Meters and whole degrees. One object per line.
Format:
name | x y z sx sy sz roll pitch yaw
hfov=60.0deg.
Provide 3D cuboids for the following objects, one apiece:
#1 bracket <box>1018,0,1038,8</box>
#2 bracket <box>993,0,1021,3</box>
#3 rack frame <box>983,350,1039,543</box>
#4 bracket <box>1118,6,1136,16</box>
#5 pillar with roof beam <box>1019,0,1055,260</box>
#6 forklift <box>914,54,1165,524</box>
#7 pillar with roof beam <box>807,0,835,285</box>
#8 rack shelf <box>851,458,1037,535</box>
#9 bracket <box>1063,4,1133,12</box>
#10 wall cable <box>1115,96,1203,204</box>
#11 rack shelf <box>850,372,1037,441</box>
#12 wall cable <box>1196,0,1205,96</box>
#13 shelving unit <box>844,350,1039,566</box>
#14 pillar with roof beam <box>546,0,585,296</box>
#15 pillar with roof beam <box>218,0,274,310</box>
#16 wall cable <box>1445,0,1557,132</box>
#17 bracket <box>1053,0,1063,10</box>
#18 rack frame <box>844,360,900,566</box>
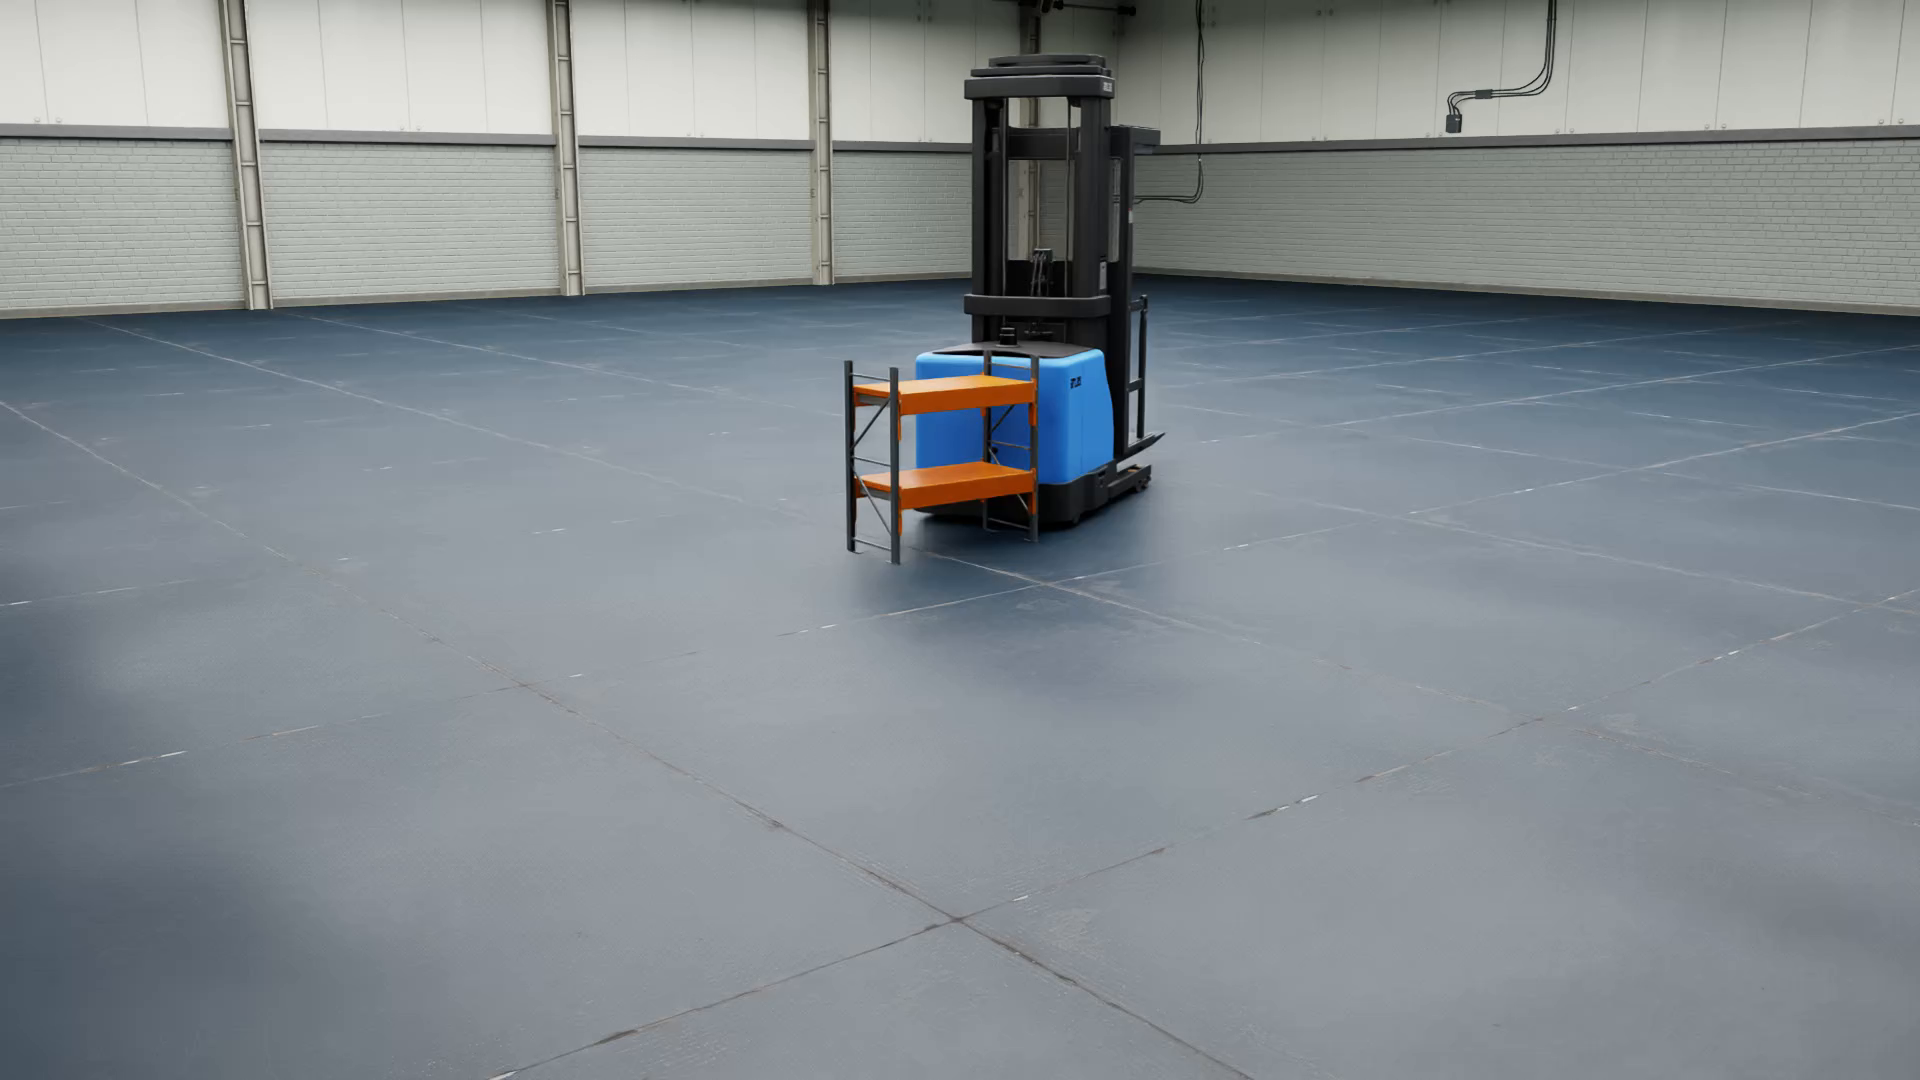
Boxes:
bracket | 1.564 -12.480 38.571 0.430 0.232 0.235 -9 15 -38
bracket | -0.448 -12.146 36.997 4.783 0.066 0.076 -9 15 -38
rack frame | 0.306 -0.573 10.119 0.032 1.125 0.500 -9 15 -36
bracket | 4.063 -12.895 40.527 0.430 0.232 0.235 -9 15 -38
pillar with roof beam | 4.356 -10.132 36.182 0.548 9.000 9.100 -9 15 -38
forklift | 0.727 -1.798 11.539 1.130 2.935 3.031 5 13 22
pillar with roof beam | -0.329 -9.354 32.515 0.548 9.000 9.100 -9 15 -38
rack shelf | -0.099 -0.270 9.869 1.000 0.278 0.538 -9 15 -36
bracket | 3.602 -12.819 40.166 3.189 0.066 0.076 -9 15 -38
wall cable | 4.793 -9.480 40.583 0.112 2.526 3.097 -9 15 -38
rack shelf | -0.099 -0.796 9.758 1.000 0.278 0.538 -9 15 -36
wall cable | 6.483 -11.511 37.992 0.112 2.526 3.097 -9 15 -38
shelving unit | -0.099 -0.509 9.819 1.048 1.125 0.538 -9 15 -36
pillar with roof beam | -5.015 -8.575 28.849 0.400 9.000 9.100 -9 15 -38
pillar with roof beam | -9.700 -7.797 25.182 0.400 9.000 9.100 -9 15 -38
wall cable | 10.711 -11.120 32.646 0.169 6.003 2.305 -9 15 -38
bracket | 2.212 -12.588 39.079 0.430 0.232 0.235 -9 15 -38
rack frame | -0.504 -0.445 9.518 0.032 1.125 0.500 -9 15 -36
